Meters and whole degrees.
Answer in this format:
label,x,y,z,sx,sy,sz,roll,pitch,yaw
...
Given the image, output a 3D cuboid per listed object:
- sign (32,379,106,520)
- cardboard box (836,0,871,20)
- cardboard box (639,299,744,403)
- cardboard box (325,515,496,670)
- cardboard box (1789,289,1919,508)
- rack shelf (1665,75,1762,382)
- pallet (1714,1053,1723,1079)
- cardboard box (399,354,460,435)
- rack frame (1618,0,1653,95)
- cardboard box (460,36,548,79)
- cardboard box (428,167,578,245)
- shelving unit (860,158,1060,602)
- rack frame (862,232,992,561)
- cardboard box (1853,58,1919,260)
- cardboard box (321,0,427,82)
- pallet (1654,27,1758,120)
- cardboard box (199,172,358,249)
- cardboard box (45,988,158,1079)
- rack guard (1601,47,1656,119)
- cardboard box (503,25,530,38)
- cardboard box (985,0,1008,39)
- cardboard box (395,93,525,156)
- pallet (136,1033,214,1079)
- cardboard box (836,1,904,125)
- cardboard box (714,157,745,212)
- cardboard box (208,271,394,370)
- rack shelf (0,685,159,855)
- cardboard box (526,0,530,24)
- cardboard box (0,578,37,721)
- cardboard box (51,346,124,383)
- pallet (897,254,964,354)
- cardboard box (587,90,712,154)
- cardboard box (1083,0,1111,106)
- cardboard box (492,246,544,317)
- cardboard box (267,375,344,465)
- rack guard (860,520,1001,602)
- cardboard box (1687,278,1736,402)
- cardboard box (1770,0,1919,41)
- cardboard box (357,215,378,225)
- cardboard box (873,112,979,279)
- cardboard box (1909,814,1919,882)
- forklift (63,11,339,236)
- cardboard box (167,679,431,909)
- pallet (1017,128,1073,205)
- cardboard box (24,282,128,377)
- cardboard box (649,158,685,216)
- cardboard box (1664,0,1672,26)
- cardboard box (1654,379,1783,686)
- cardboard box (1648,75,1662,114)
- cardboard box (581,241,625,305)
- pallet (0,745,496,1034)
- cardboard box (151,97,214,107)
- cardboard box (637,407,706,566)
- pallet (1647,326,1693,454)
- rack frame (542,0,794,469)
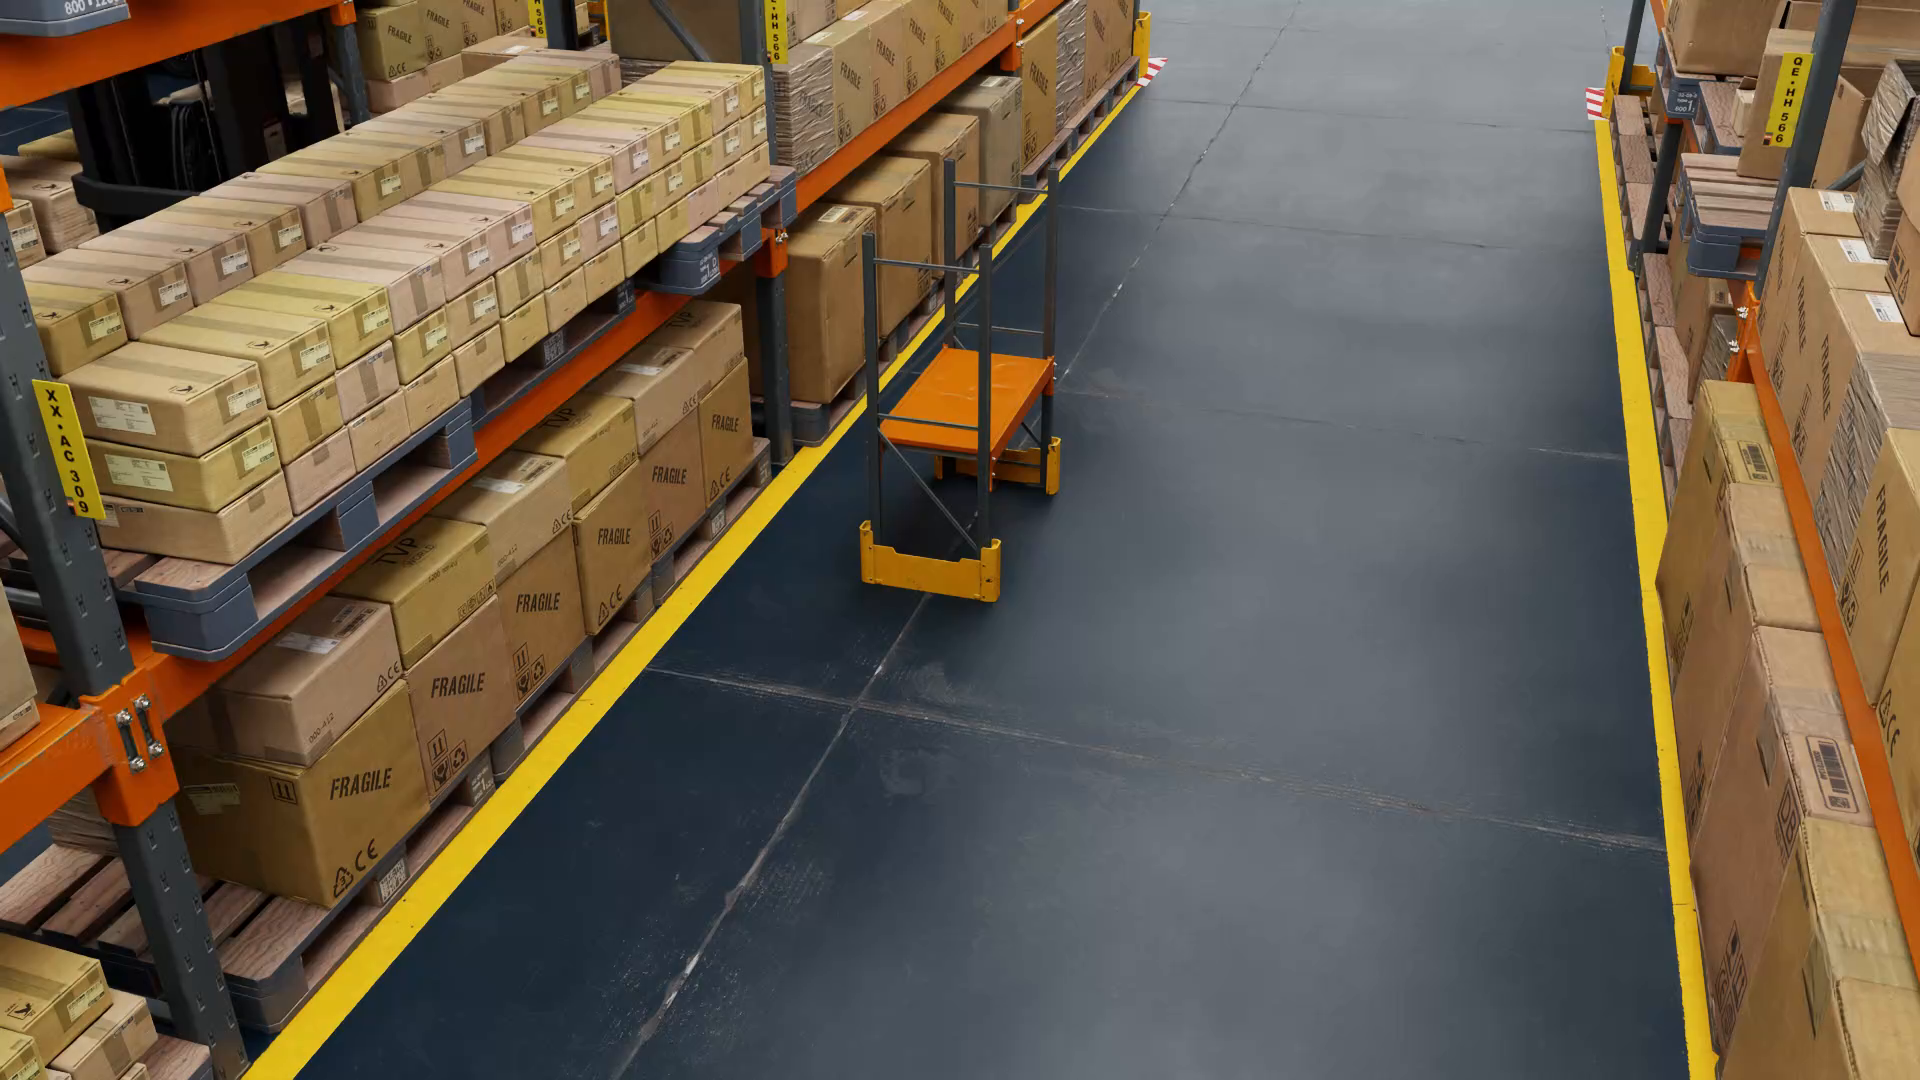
label,x,y,z,sx,sy,sz,roll,pitch,yaw
sign,-1.943,-0.194,3.623,0.100,0.325,0.005,8,30,15
cardboard box,-0.853,-2.910,8.265,0.700,0.500,0.500,8,30,14
cardboard box,-1.240,-0.812,6.993,0.500,0.250,0.500,8,30,14
cardboard box,-1.840,0.138,5.285,0.500,0.250,0.500,9,30,16
cardboard box,2.723,-0.372,4.730,0.500,0.500,0.500,8,30,14
rack shelf,4.009,-1.609,7.797,1.077,0.370,4.000,8,30,15
pallet,2.403,1.714,3.951,1.003,0.211,1.213,8,30,15
cardboard box,-1.681,-0.443,4.787,0.380,0.149,0.250,9,30,15
rack frame,5.770,-4.712,12.634,1.000,3.000,0.127,8,30,15
cardboard box,-3.167,-3.265,11.827,0.500,0.500,0.500,8,30,15
cardboard box,-1.454,-1.068,5.298,0.380,0.149,0.250,9,30,16
shelving unit,0.022,-0.691,6.949,0.587,1.500,1.083,8,30,15
rack frame,-0.124,-0.459,6.532,0.500,1.500,0.032,8,30,15
cardboard box,3.192,-1.139,5.076,0.797,0.503,0.637,10,30,17
cardboard box,-4.446,-3.812,12.642,0.500,0.500,0.500,10,31,17
pallet,4.233,-2.435,8.738,1.003,0.211,1.213,8,30,15
cardboard box,-2.149,-1.043,5.255,0.380,0.149,0.250,7,30,13
cardboard box,-2.252,1.234,4.140,0.380,0.149,0.250,9,30,16
rack guard,5.748,-3.584,13.178,1.175,0.500,0.348,8,30,15
cardboard box,-3.991,-4.210,14.129,0.500,0.250,0.500,7,30,13
cardboard box,-0.013,-3.371,10.121,0.500,0.500,0.500,8,30,15
cardboard box,-1.841,-1.534,6.136,0.380,0.149,0.250,7,30,13
pallet,-2.627,1.646,4.074,1.003,0.211,1.213,8,30,15
cardboard box,-0.605,-2.433,8.436,0.500,0.500,0.500,8,30,15
cardboard box,-1.070,-1.412,6.530,0.380,0.149,0.250,8,30,15
cardboard box,-1.755,-0.590,4.440,0.380,0.149,0.250,9,30,15
rack shelf,-3.051,1.354,2.470,1.077,0.370,4.000,8,30,15
cardboard box,-3.839,-4.783,14.387,0.500,0.500,0.500,10,31,17
cardboard box,-2.336,0.202,3.393,0.500,0.500,0.500,9,30,15
cardboard box,-2.459,-0.429,4.456,0.380,0.149,0.250,9,30,15
pallet,-0.626,-1.451,9.641,1.003,0.211,1.213,8,30,15
cardboard box,-1.148,-1.551,6.167,0.380,0.149,0.250,9,30,16
cardboard box,0.667,-3.988,13.086,0.875,0.875,0.875,8,30,14
cardboard box,-1.528,-0.821,5.161,0.380,0.149,0.250,8,30,14
cardboard box,-1.834,-0.332,4.281,0.380,0.149,0.250,8,30,14
rack guard,-0.124,0.087,6.837,0.587,0.250,0.087,8,30,15
cardboard box,3.910,-0.932,7.959,0.700,0.500,0.500,11,31,19
cardboard box,4.176,-2.263,7.694,0.797,0.503,0.637,12,31,20
cardboard box,-2.075,-1.032,5.540,0.380,0.149,0.250,10,30,17
cardboard box,-0.498,-2.059,9.748,1.050,0.750,0.750,8,30,15
cardboard box,2.124,0.565,3.046,0.500,0.500,0.500,9,30,15
forklift,-3.219,-1.917,7.681,1.130,2.935,3.031,7,30,13
cardboard box,-1.993,0.713,5.021,0.500,0.500,0.500,10,31,17
pallet,0.183,-2.731,11.943,1.003,0.211,1.213,8,30,15
cardboard box,-2.454,-0.563,4.391,0.380,0.149,0.250,8,30,13
cardboard box,-1.225,-1.295,6.012,0.380,0.149,0.250,9,30,15
cardboard box,4.559,-3.239,10.246,0.380,0.149,0.250,8,30,15
cardboard box,3.200,0.069,5.794,1.225,0.875,0.875,7,30,13
cardboard box,5.571,-3.515,12.623,0.500,0.500,0.500,14,32,24
cardboard box,-1.376,-0.932,5.667,0.380,0.149,0.250,9,30,16
pallet,-2.237,0.967,5.295,1.003,0.211,1.213,8,30,15
cardboard box,-5.236,-2.723,11.331,0.950,0.372,0.625,10,31,18
cardboard box,-1.389,-0.256,6.764,0.500,0.500,0.500,10,31,17
pallet,4.013,-0.703,8.297,1.003,0.211,1.213,8,30,15
rack frame,-1.290,-1.749,7.308,1.000,3.000,0.127,8,30,15
